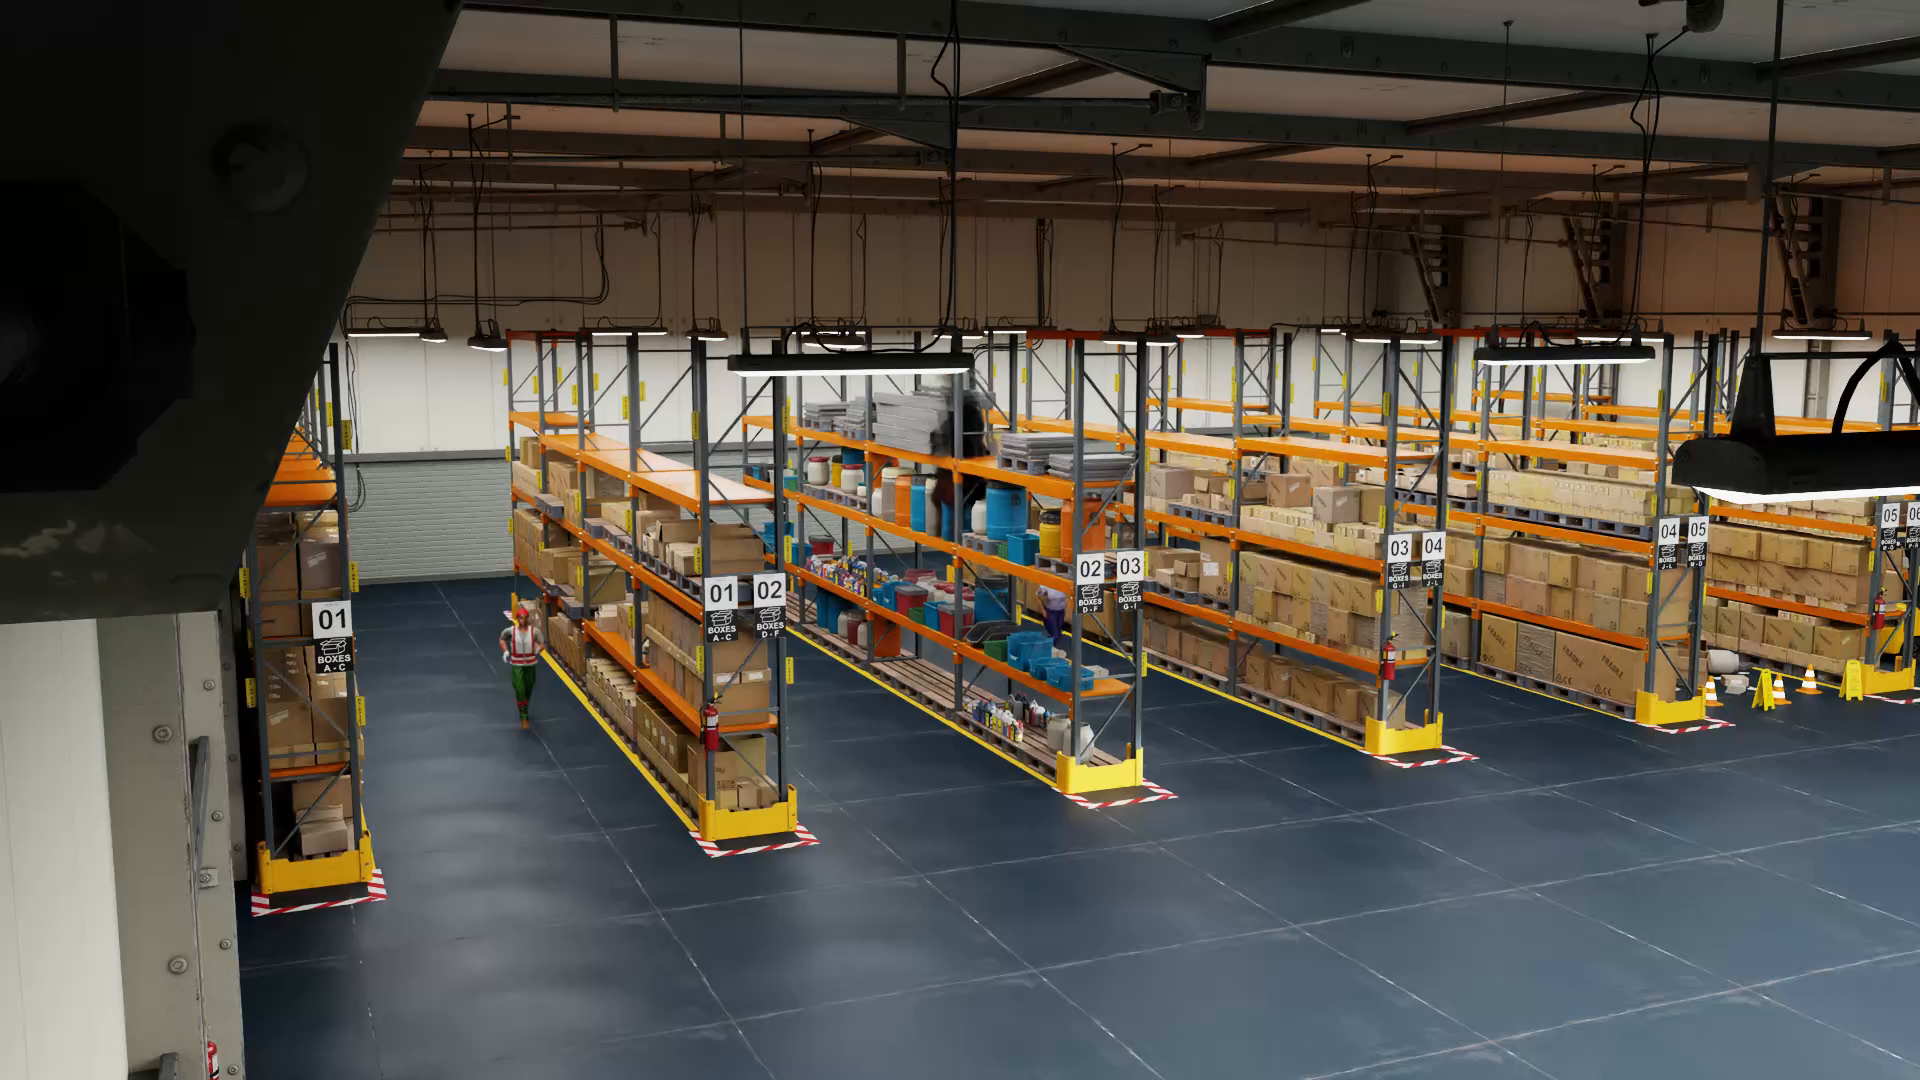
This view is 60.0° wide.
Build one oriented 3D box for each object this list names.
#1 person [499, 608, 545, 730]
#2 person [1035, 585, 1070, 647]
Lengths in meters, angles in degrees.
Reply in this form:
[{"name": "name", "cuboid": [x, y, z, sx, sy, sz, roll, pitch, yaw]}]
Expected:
[{"name": "person", "cuboid": [-6.734, 1.942, 25.680, 0.652, 1.805, 0.983, -3, 8, -23]}, {"name": "person", "cuboid": [1.659, 1.354, 28.819, 0.586, 1.671, 0.583, -4, 9, -28]}]
